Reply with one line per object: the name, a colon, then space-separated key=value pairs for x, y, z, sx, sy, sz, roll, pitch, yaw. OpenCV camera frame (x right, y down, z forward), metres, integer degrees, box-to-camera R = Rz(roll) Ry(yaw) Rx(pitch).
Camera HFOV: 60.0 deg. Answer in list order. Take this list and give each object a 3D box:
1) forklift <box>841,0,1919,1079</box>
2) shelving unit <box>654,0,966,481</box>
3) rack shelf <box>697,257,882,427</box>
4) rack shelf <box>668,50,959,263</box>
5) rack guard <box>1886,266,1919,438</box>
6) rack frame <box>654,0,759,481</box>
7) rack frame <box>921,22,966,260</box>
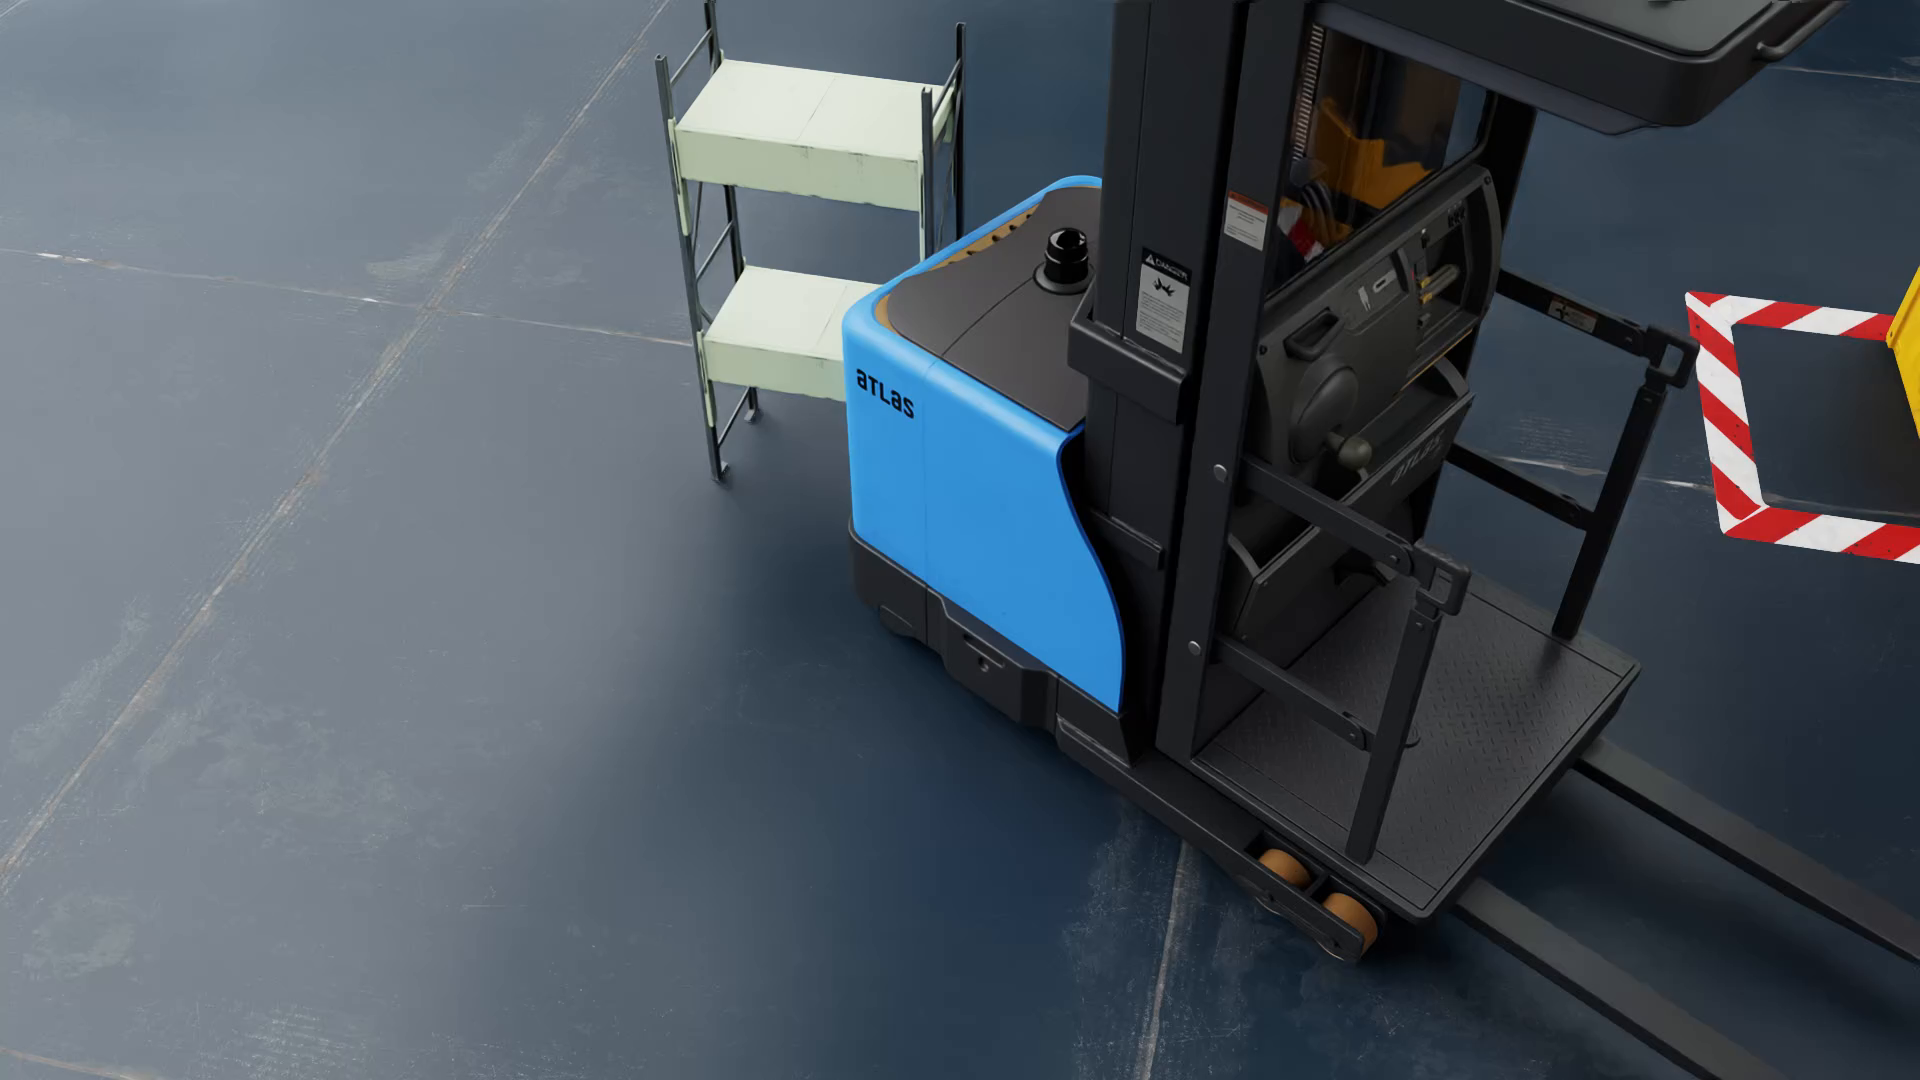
forklift: x=1.091 y=-0.422 z=3.575 sx=3.031 sy=2.935 sz=1.130 roll=33 pitch=53 yaw=30
shelving unit: x=-0.398 y=-0.807 z=5.007 sx=0.755 sy=1.500 sz=0.431 roll=10 pitch=45 yaw=10
rack shelf: x=-0.398 y=-0.572 z=5.233 sx=0.720 sy=0.370 sz=0.431 roll=10 pitch=45 yaw=10
rack shelf: x=-0.398 y=-1.088 z=4.736 sx=0.720 sy=0.370 sz=0.431 roll=10 pitch=45 yaw=10
rack guard: x=3.400 y=-0.531 z=5.441 sx=0.348 sy=0.500 sz=1.175 roll=9 pitch=45 yaw=9
rack frame: x=-0.753 y=-0.868 z=5.071 sx=0.023 sy=1.500 sz=0.400 roll=10 pitch=45 yaw=10
rack frame: x=-0.042 y=-0.746 z=4.943 sx=0.023 sy=1.500 sz=0.400 roll=10 pitch=45 yaw=10
